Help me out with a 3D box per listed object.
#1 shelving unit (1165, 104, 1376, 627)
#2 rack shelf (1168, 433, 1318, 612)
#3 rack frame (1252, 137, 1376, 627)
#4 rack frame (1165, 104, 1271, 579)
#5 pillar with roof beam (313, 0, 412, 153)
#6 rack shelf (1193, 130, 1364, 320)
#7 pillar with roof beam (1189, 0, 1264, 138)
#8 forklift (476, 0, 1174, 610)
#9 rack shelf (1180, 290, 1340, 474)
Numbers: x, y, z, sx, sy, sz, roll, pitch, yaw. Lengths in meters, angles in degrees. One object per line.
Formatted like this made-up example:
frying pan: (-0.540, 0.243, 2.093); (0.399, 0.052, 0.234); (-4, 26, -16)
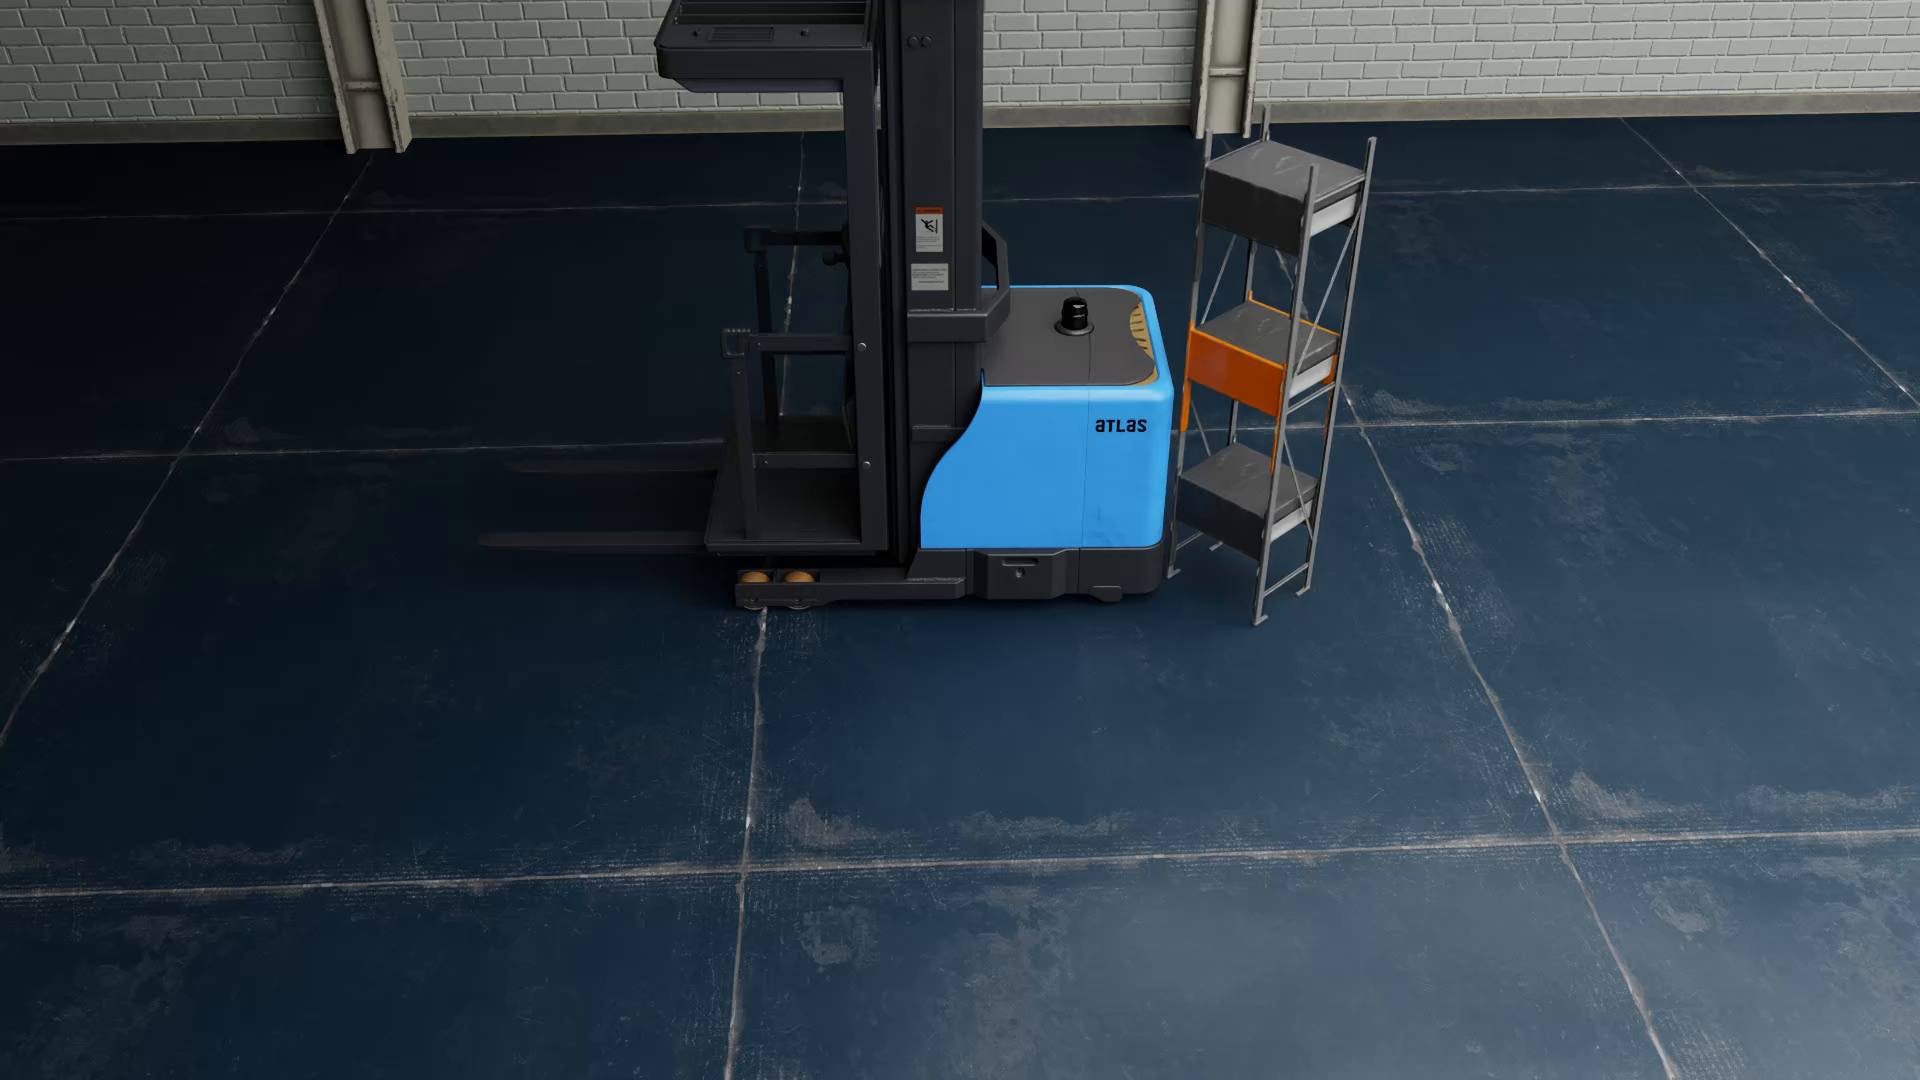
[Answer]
shelving unit: (1.245, -0.669, 6.871); (0.431, 2.100, 0.503); (-29, 44, -35)
rack shelf: (1.245, -0.082, 7.278); (0.431, 0.518, 0.480); (-29, 44, -35)
rack frame: (1.416, -0.570, 6.729); (0.400, 2.100, 0.015); (-29, 44, -35)
rack frame: (1.074, -0.768, 7.014); (0.400, 2.100, 0.015); (-29, 44, -35)
pillar with roof beam: (-3.914, -4.059, 5.708); (0.400, 9.000, 9.100); (-2, 35, -2)
rack shelf: (1.245, -1.233, 6.481); (0.431, 0.518, 0.480); (-29, 44, -35)
pillar with roof beam: (2.079, -4.221, 5.941); (0.400, 9.000, 9.100); (-2, 35, -2)
forklift: (-0.627, -1.202, 6.911); (3.031, 2.935, 1.130); (0, 35, 0)
rack shelf: (1.245, -0.658, 6.879); (0.431, 0.518, 0.480); (-29, 44, -35)
